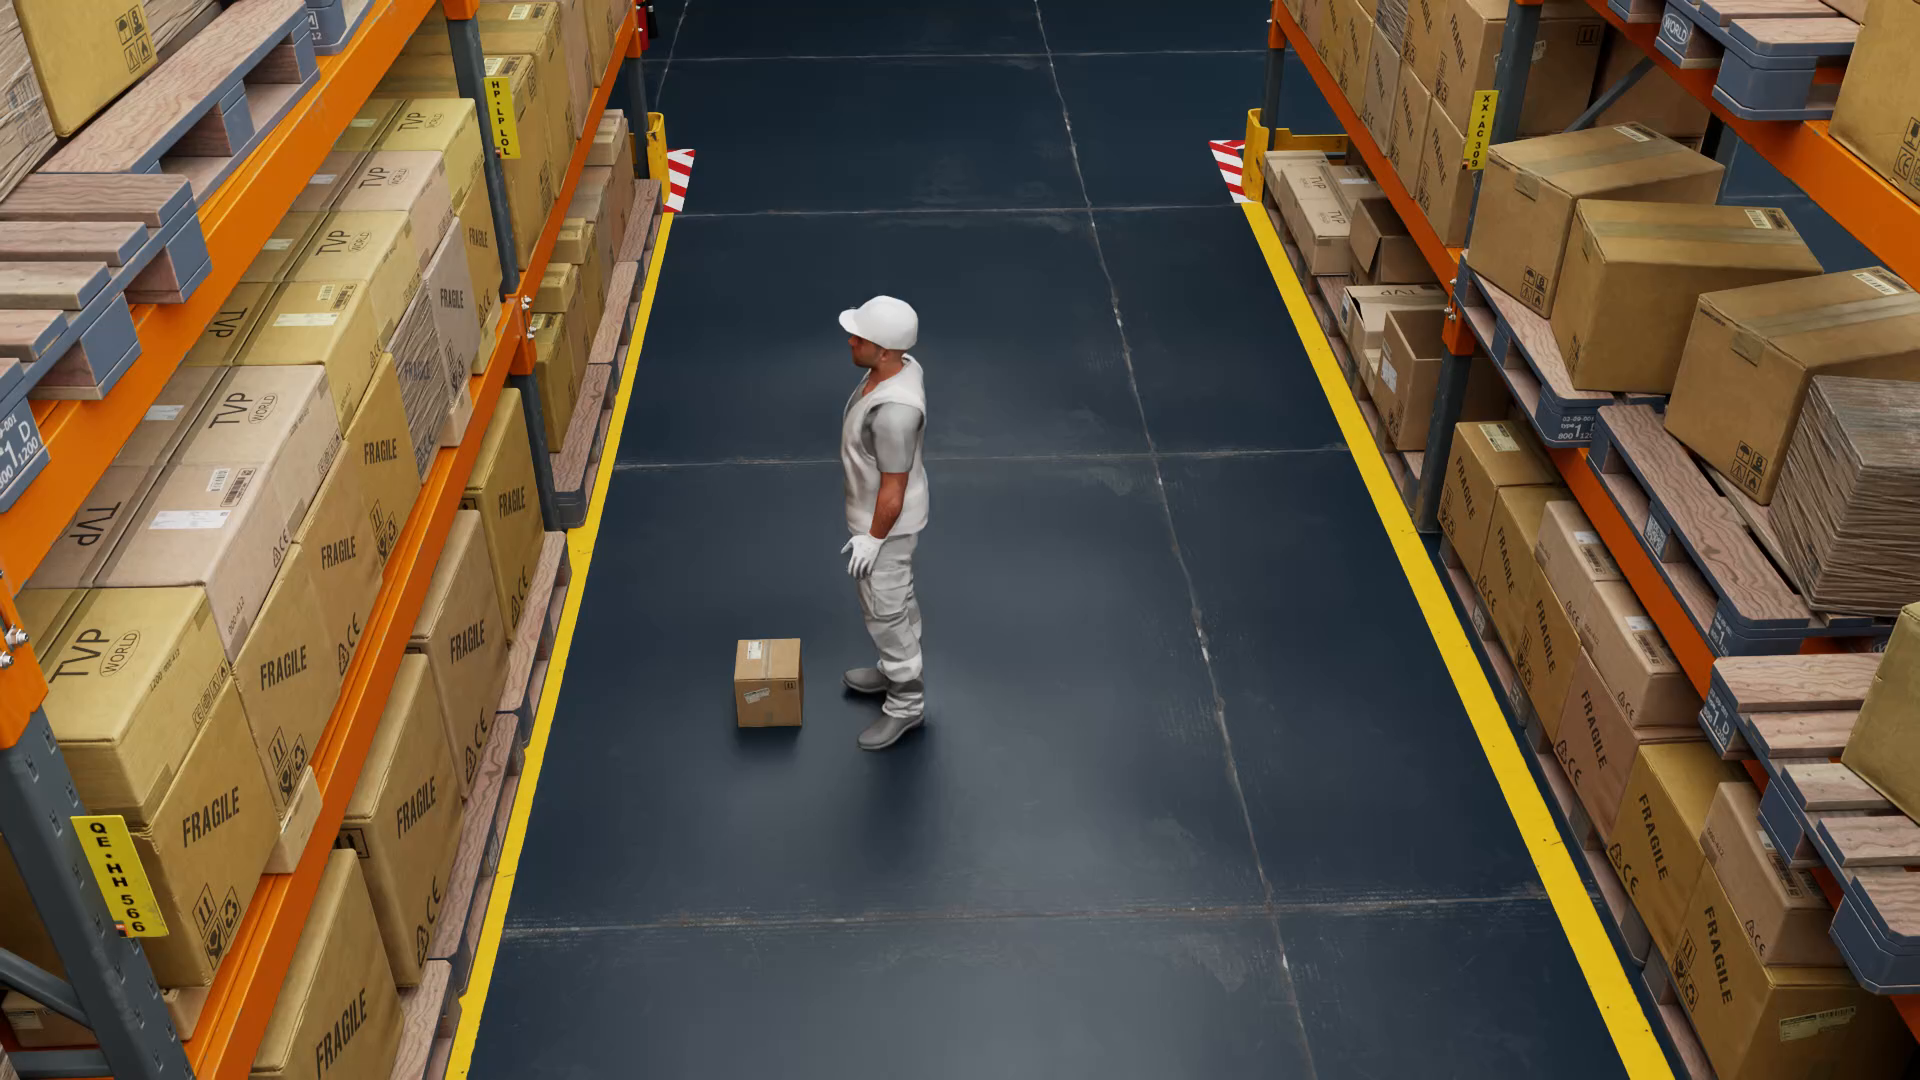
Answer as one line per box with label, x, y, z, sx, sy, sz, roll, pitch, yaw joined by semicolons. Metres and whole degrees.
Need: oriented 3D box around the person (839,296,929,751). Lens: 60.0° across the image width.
person;-0.295;-0.078;6.214;0.361;1.818;0.556;-1;35;-1
